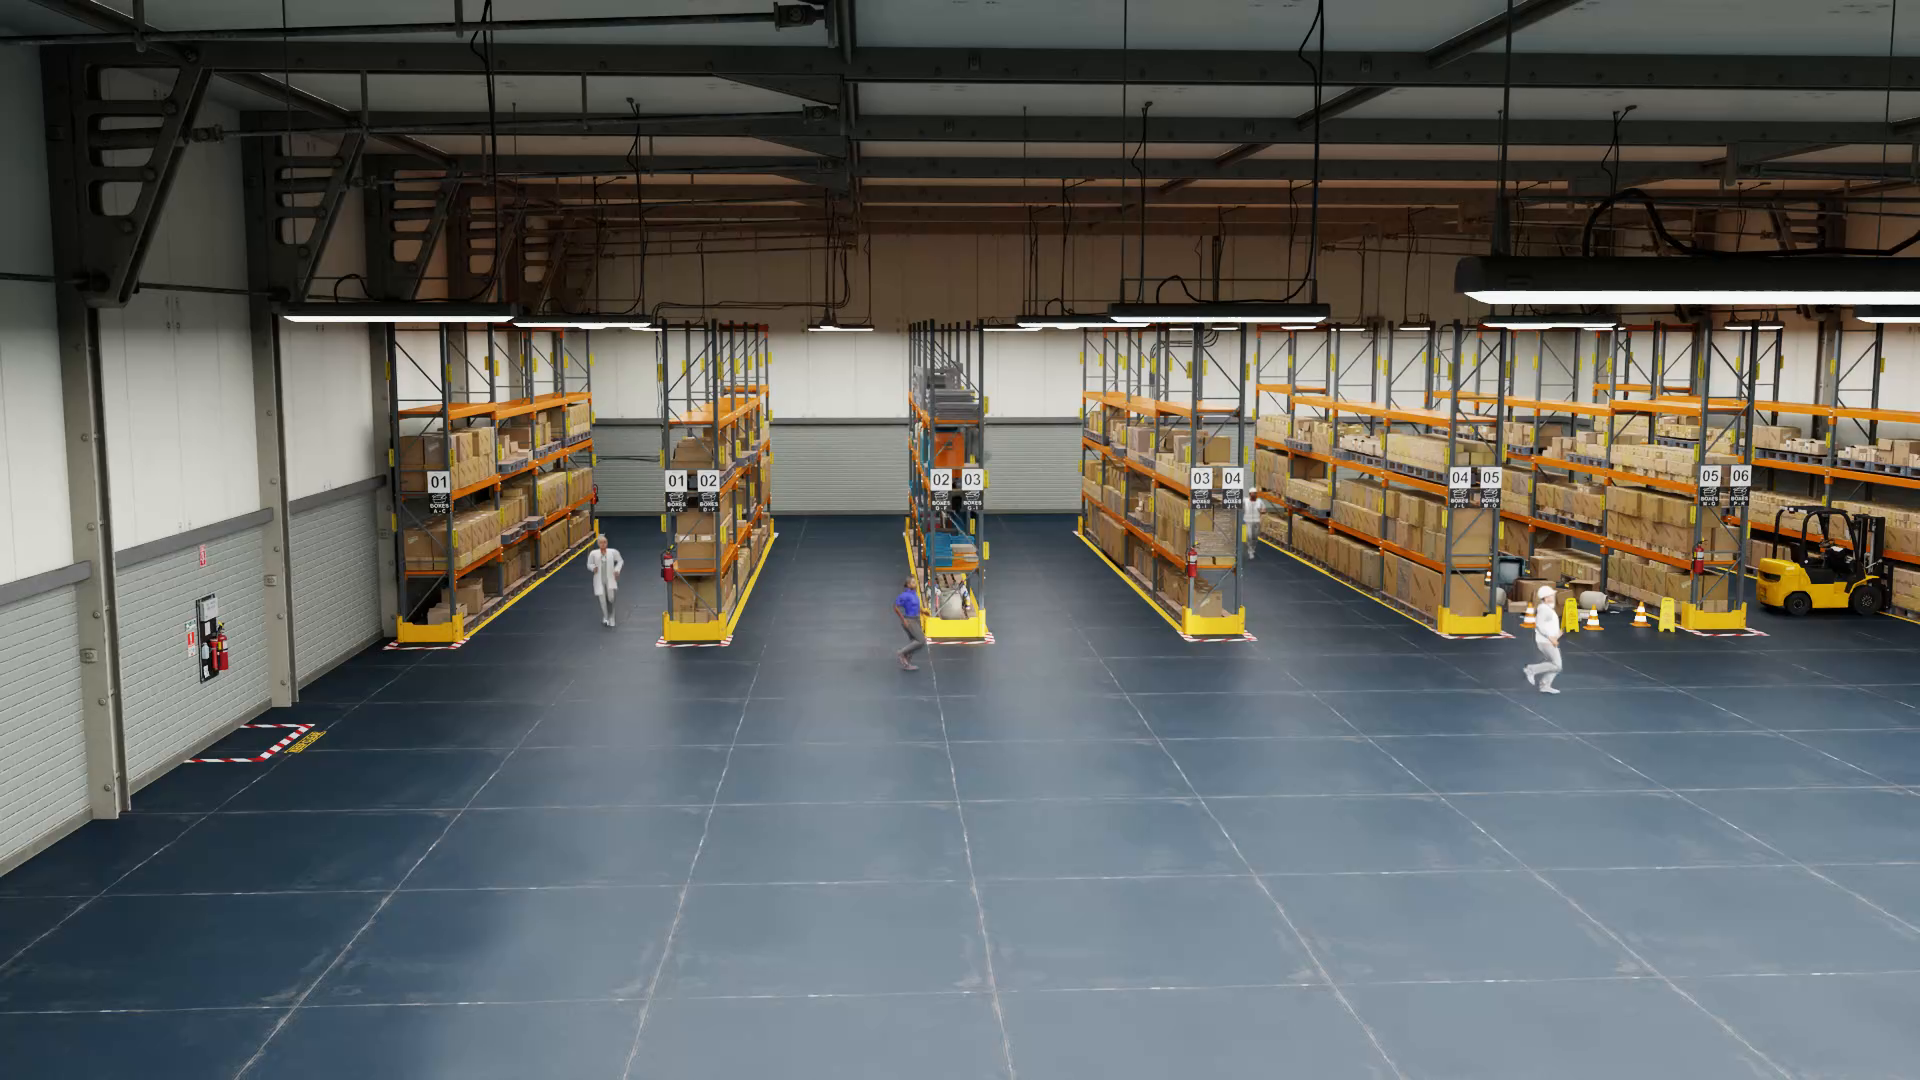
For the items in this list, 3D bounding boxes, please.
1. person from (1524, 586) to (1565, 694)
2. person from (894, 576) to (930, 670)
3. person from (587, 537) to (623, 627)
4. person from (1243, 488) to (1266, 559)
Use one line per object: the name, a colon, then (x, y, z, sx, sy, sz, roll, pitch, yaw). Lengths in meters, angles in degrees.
person: (9.352, 1.595, 26.599, 0.586, 1.729, 0.659, 3, 8, 21)
person: (-0.779, 1.421, 28.387, 0.555, 1.609, 0.574, 2, 7, 19)
person: (-6.961, 0.834, 32.600, 0.681, 1.796, 0.754, -1, 7, -8)
person: (7.502, -0.459, 42.654, 0.683, 1.771, 0.997, 0, 7, -2)
